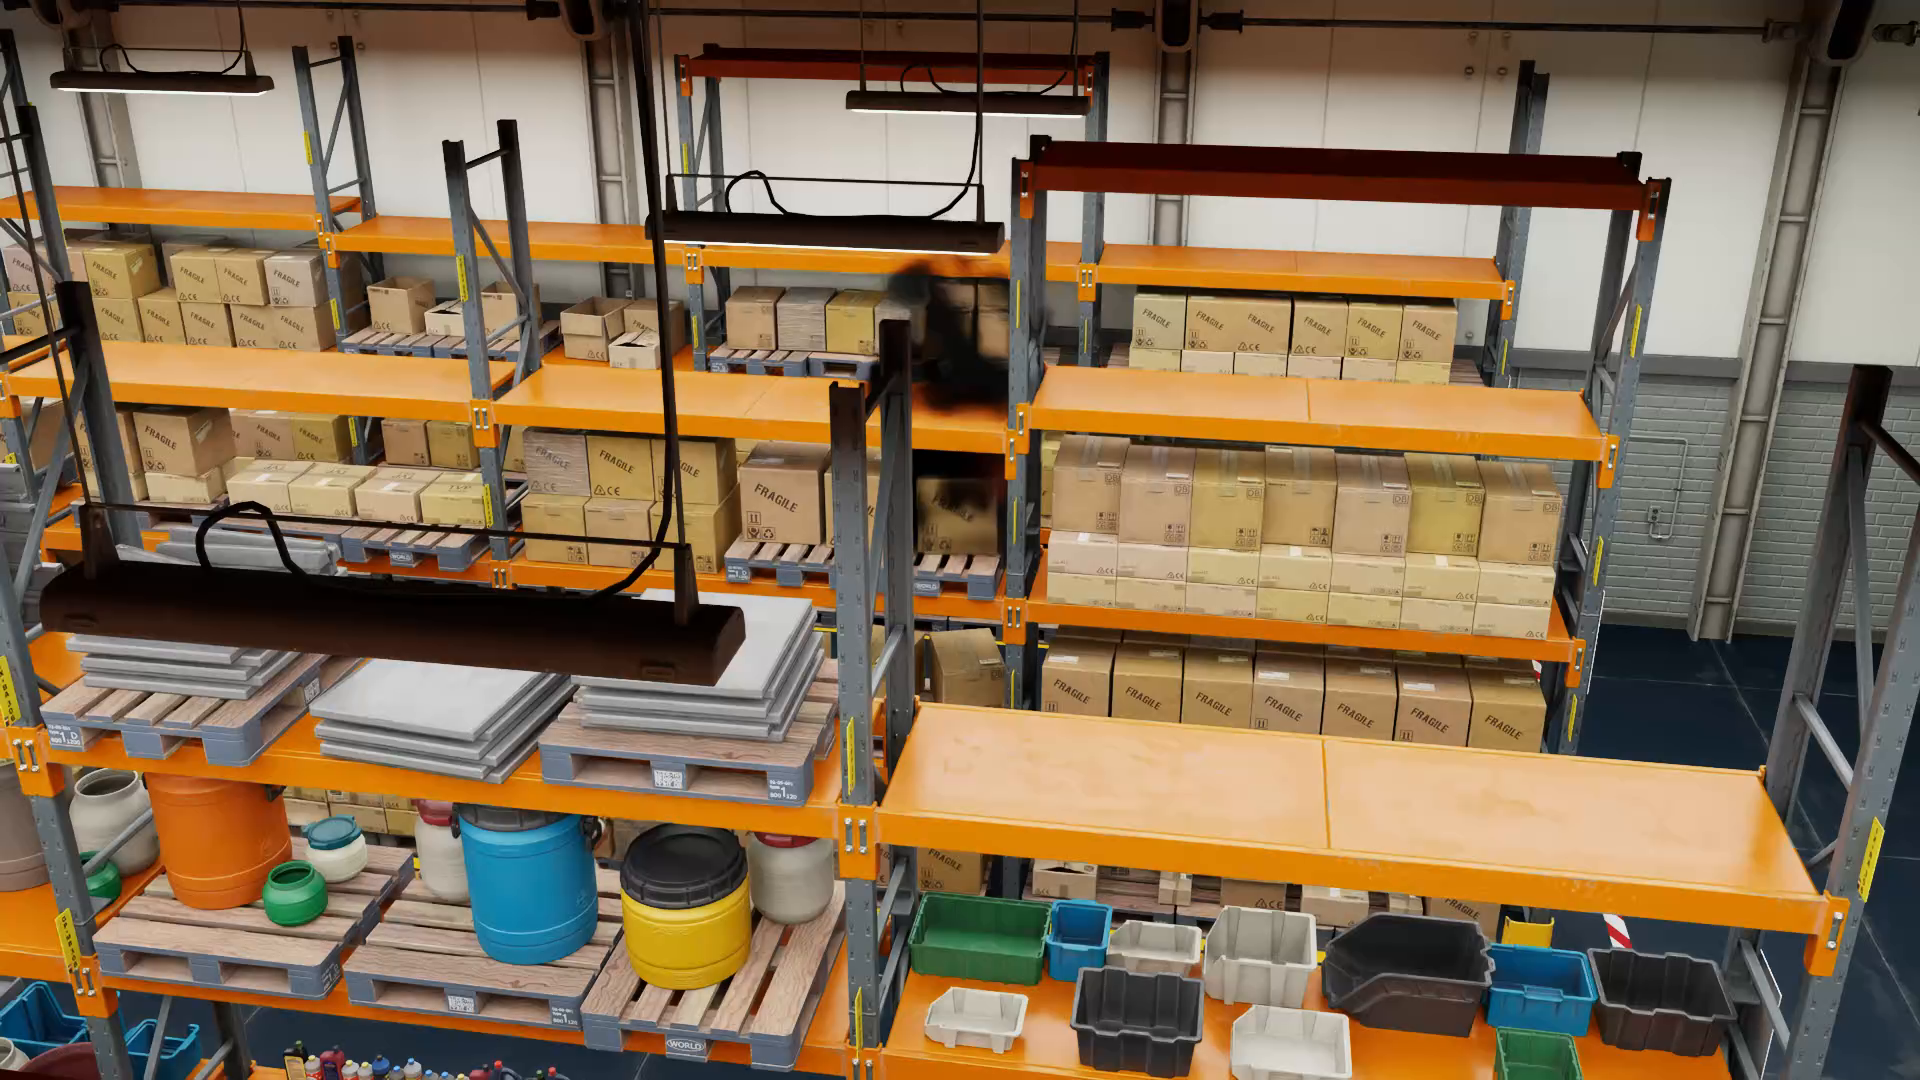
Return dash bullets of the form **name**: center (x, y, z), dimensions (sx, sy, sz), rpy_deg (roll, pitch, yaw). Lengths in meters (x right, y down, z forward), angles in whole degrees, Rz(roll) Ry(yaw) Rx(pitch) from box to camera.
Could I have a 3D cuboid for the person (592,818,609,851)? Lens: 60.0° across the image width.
- **person**: center (-2.723, 2.485, 11.512), dimensions (0.850, 1.836, 0.660), rpy_deg (2, 23, 6)
